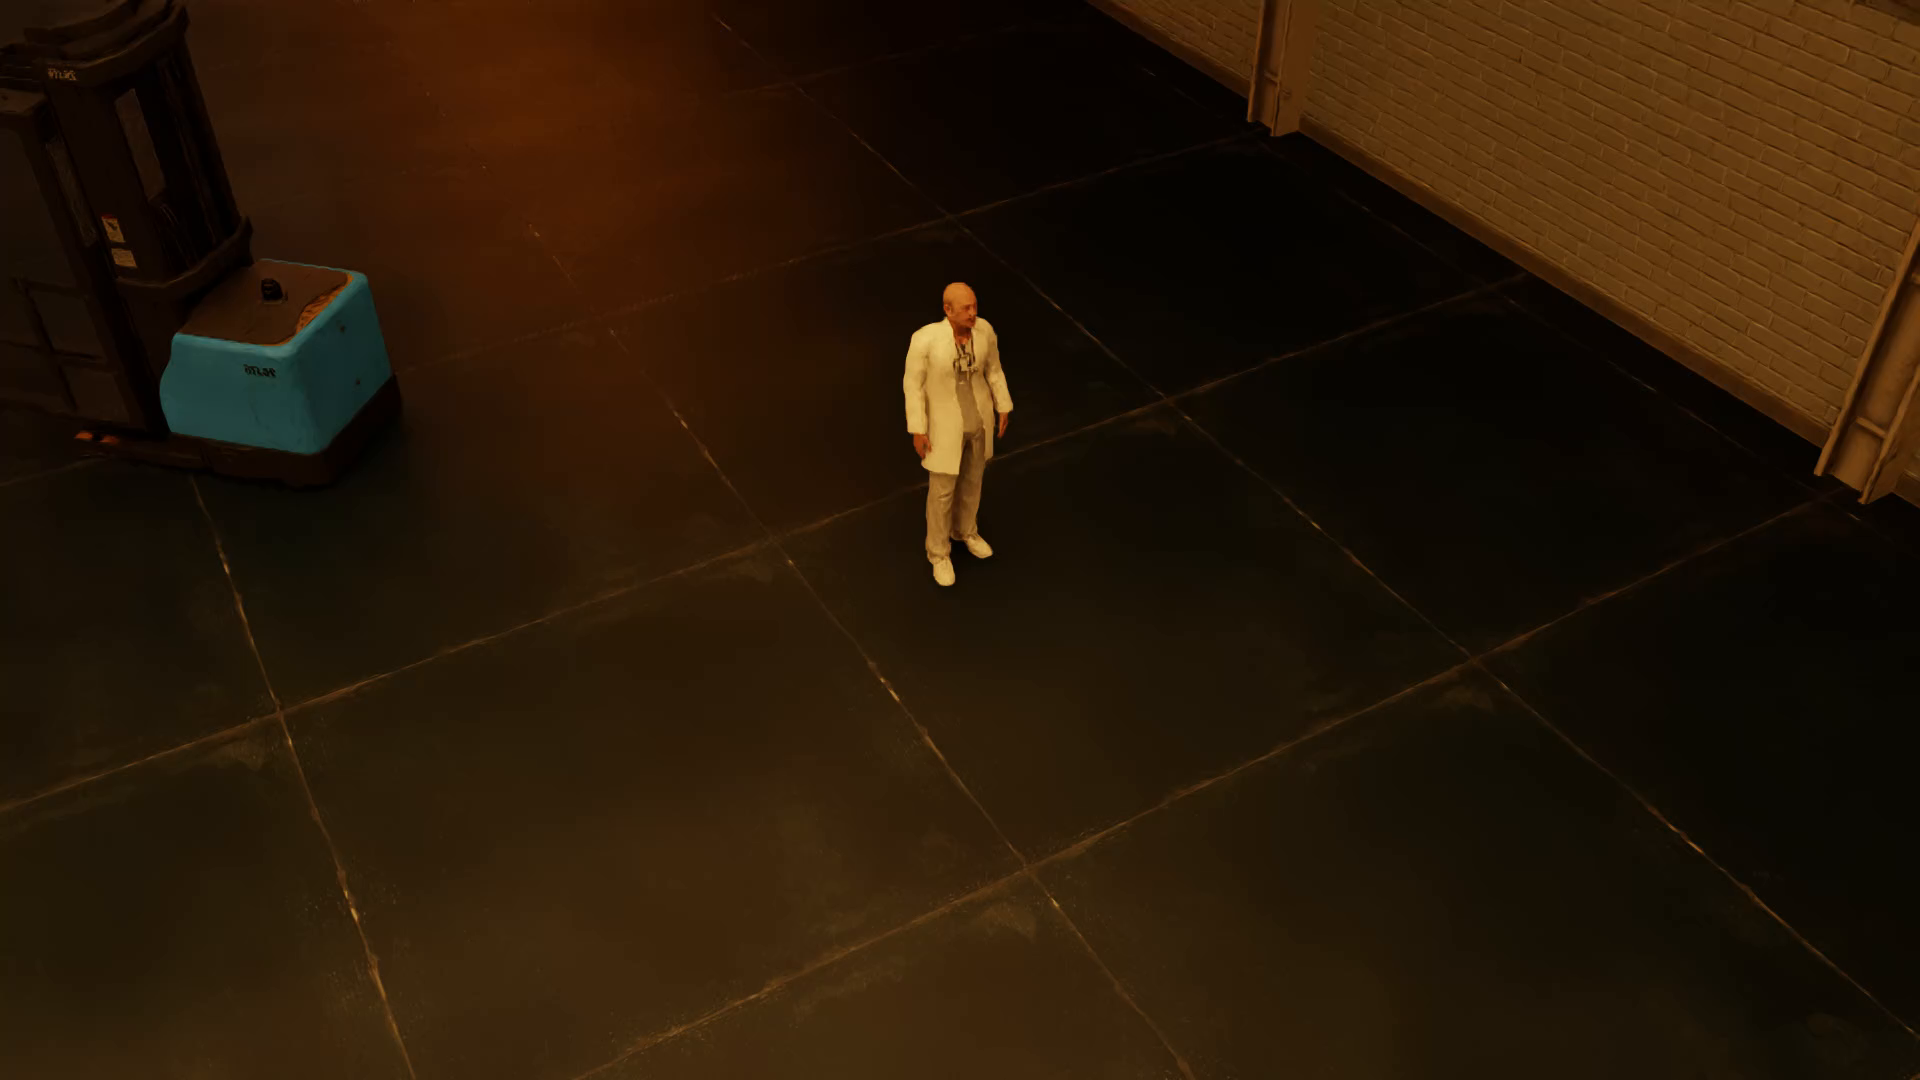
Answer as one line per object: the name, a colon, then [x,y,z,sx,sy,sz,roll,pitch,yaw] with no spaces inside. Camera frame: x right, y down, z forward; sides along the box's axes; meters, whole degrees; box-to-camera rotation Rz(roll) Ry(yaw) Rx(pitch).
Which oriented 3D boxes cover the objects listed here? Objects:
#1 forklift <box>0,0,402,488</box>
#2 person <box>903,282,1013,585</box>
forklift: [-5.383,-1.969,10.410,3.031,2.935,1.130,9,41,11]
person: [0.042,-0.638,9.697,0.694,1.776,0.579,-20,44,-23]
